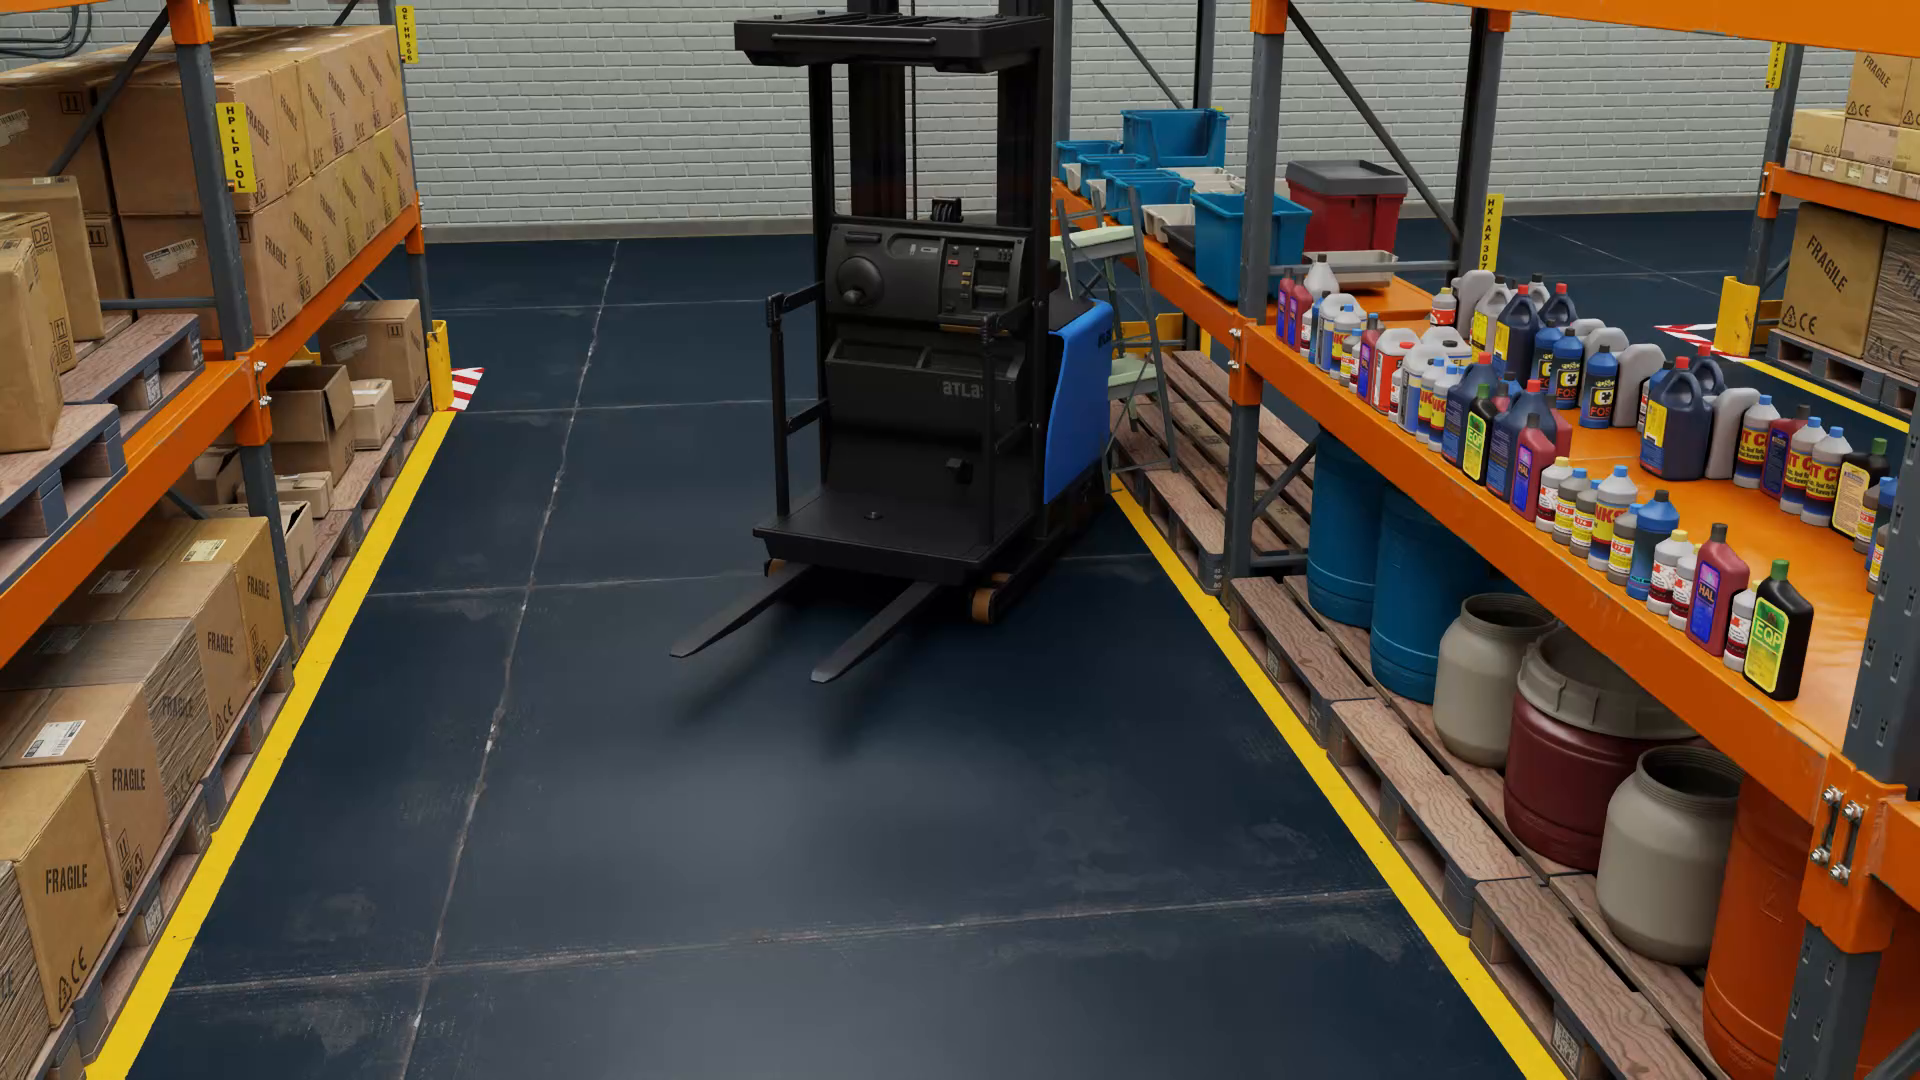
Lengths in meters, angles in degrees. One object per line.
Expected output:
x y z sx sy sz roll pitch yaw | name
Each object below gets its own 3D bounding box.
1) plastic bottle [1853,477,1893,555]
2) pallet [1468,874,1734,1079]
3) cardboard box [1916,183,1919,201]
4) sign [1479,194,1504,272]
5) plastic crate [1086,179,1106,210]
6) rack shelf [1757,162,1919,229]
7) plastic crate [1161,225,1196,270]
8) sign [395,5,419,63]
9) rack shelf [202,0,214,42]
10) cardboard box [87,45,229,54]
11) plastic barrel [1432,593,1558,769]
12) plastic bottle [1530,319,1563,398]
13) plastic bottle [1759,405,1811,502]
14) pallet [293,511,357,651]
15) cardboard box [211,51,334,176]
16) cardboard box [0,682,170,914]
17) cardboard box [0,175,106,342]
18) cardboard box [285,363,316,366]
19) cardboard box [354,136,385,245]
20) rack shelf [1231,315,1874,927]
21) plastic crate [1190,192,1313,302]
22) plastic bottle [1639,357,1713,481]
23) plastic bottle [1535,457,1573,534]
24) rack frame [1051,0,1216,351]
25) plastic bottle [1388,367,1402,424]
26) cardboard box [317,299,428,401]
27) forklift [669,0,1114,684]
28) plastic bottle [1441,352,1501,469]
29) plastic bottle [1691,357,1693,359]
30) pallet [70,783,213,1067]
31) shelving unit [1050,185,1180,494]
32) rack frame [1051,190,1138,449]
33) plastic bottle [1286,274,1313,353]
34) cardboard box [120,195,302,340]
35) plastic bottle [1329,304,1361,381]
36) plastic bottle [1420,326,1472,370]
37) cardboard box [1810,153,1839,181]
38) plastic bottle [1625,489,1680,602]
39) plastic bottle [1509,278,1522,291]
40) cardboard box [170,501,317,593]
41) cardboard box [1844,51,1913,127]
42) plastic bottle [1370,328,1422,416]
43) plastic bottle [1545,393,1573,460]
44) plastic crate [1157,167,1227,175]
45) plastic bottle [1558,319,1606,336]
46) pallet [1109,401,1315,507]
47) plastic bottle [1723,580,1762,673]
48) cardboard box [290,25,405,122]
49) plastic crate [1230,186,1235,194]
2.430 -0.066 4.389 0.097 0.201 0.097 0 20 0 | plastic bottle
2.093 1.291 4.459 1.003 0.211 1.213 -3 21 -8 | pallet
5.908 -2.062 9.810 0.380 0.149 0.250 -3 21 -8 | cardboard box
2.216 -1.287 6.978 0.100 0.325 0.005 -3 21 -8 | sign
0.866 -1.967 9.487 0.250 0.136 0.298 -3 21 -8 | plastic crate
6.284 -1.735 9.603 1.077 0.370 4.000 -3 21 -8 | rack shelf
1.244 -1.403 7.993 0.437 0.125 0.590 -3 21 -8 | plastic crate
-3.256 -2.978 9.795 0.100 0.325 0.005 -3 21 -8 | sign
-3.519 -2.642 7.744 1.077 0.370 4.000 -3 21 -8 | rack shelf
-3.780 -2.085 7.938 0.500 0.500 0.500 -3 21 -8 | cardboard box
1.828 0.473 5.617 0.421 0.512 0.421 0 20 0 | plastic barrel
2.052 -0.636 5.815 0.097 0.271 0.097 0 20 0 | plastic bottle
2.384 -0.259 4.789 0.061 0.283 0.133 -3 21 -8 | plastic bottle
-3.329 0.187 7.413 1.003 0.211 1.213 -3 21 -8 | pallet
-3.169 -1.930 7.526 0.500 0.500 0.500 -4 21 -9 | cardboard box
-2.666 0.761 4.835 0.500 0.500 0.500 -4 21 -10 | cardboard box
-3.384 -0.950 5.728 0.700 0.500 0.500 -10 23 -26 | cardboard box
-3.938 -0.809 9.395 0.500 0.250 0.500 -3 21 -8 | cardboard box
-3.329 -1.819 8.657 0.500 0.500 0.500 -3 21 -7 | cardboard box
1.959 -0.100 5.226 1.077 0.370 4.000 -3 21 -8 | rack shelf
1.266 -1.295 7.333 0.392 0.384 0.575 -3 21 -8 | plastic crate
2.155 -0.369 4.988 0.144 0.351 0.185 -3 21 -8 | plastic bottle
1.637 -0.127 4.553 0.097 0.201 0.097 0 20 0 | plastic bottle
1.095 -2.515 10.662 1.000 3.000 0.127 -3 21 -8 | rack frame
1.484 -0.495 5.539 0.097 0.201 0.097 0 20 0 | plastic bottle
-3.485 -1.125 9.886 0.500 0.500 0.500 -3 21 -8 | cardboard box
-0.239 -1.169 7.158 1.130 2.935 3.031 8 22 21 | forklift
1.575 -0.403 5.080 0.144 0.351 0.185 -3 21 -8 | plastic bottle
2.305 -0.449 5.299 0.061 0.283 0.133 -3 21 -8 | plastic bottle
-2.897 1.128 4.894 1.003 0.211 1.213 -3 21 -8 | pallet
0.746 -1.063 8.742 0.431 1.500 0.755 -12 12 -7 | shelving unit
0.688 -1.126 9.097 0.400 1.500 0.023 -12 12 -7 | rack frame
1.321 -0.880 6.453 0.061 0.283 0.133 -3 21 -8 | plastic bottle
-3.035 -1.118 6.780 0.500 0.500 0.500 -2 21 -6 | cardboard box
1.403 -0.722 6.046 0.097 0.271 0.097 0 20 0 | plastic bottle
1.645 -0.579 5.657 0.152 0.276 0.135 -3 21 -8 | plastic bottle
5.759 -2.419 10.764 0.380 0.149 0.250 -3 21 -9 | cardboard box
1.707 0.009 4.090 0.097 0.271 0.097 0 20 0 | plastic bottle
2.126 -0.877 6.444 0.061 0.283 0.133 -3 21 -8 | plastic bottle
-3.077 0.016 7.100 0.500 0.311 0.500 -3 21 -8 | cardboard box
5.870 -2.832 10.229 0.500 0.500 0.500 -3 21 -9 | cardboard box
1.494 -0.572 5.637 0.152 0.276 0.135 -3 21 -8 | plastic bottle
1.719 -0.276 4.834 0.061 0.283 0.133 -3 21 -8 | plastic bottle
1.391 -2.146 9.966 0.396 0.136 0.243 -3 21 -8 | plastic crate
2.173 -0.650 5.848 0.152 0.276 0.135 -3 21 -8 | plastic bottle
1.348 -0.499 9.252 1.003 0.211 1.213 -3 21 -8 | pallet
1.769 0.189 3.708 0.097 0.201 0.097 0 20 0 | plastic bottle
-3.471 -2.641 9.429 0.500 0.500 0.500 -3 21 -8 | cardboard box
1.644 -1.766 8.812 0.416 0.233 0.300 -3 21 -8 | plastic crate
